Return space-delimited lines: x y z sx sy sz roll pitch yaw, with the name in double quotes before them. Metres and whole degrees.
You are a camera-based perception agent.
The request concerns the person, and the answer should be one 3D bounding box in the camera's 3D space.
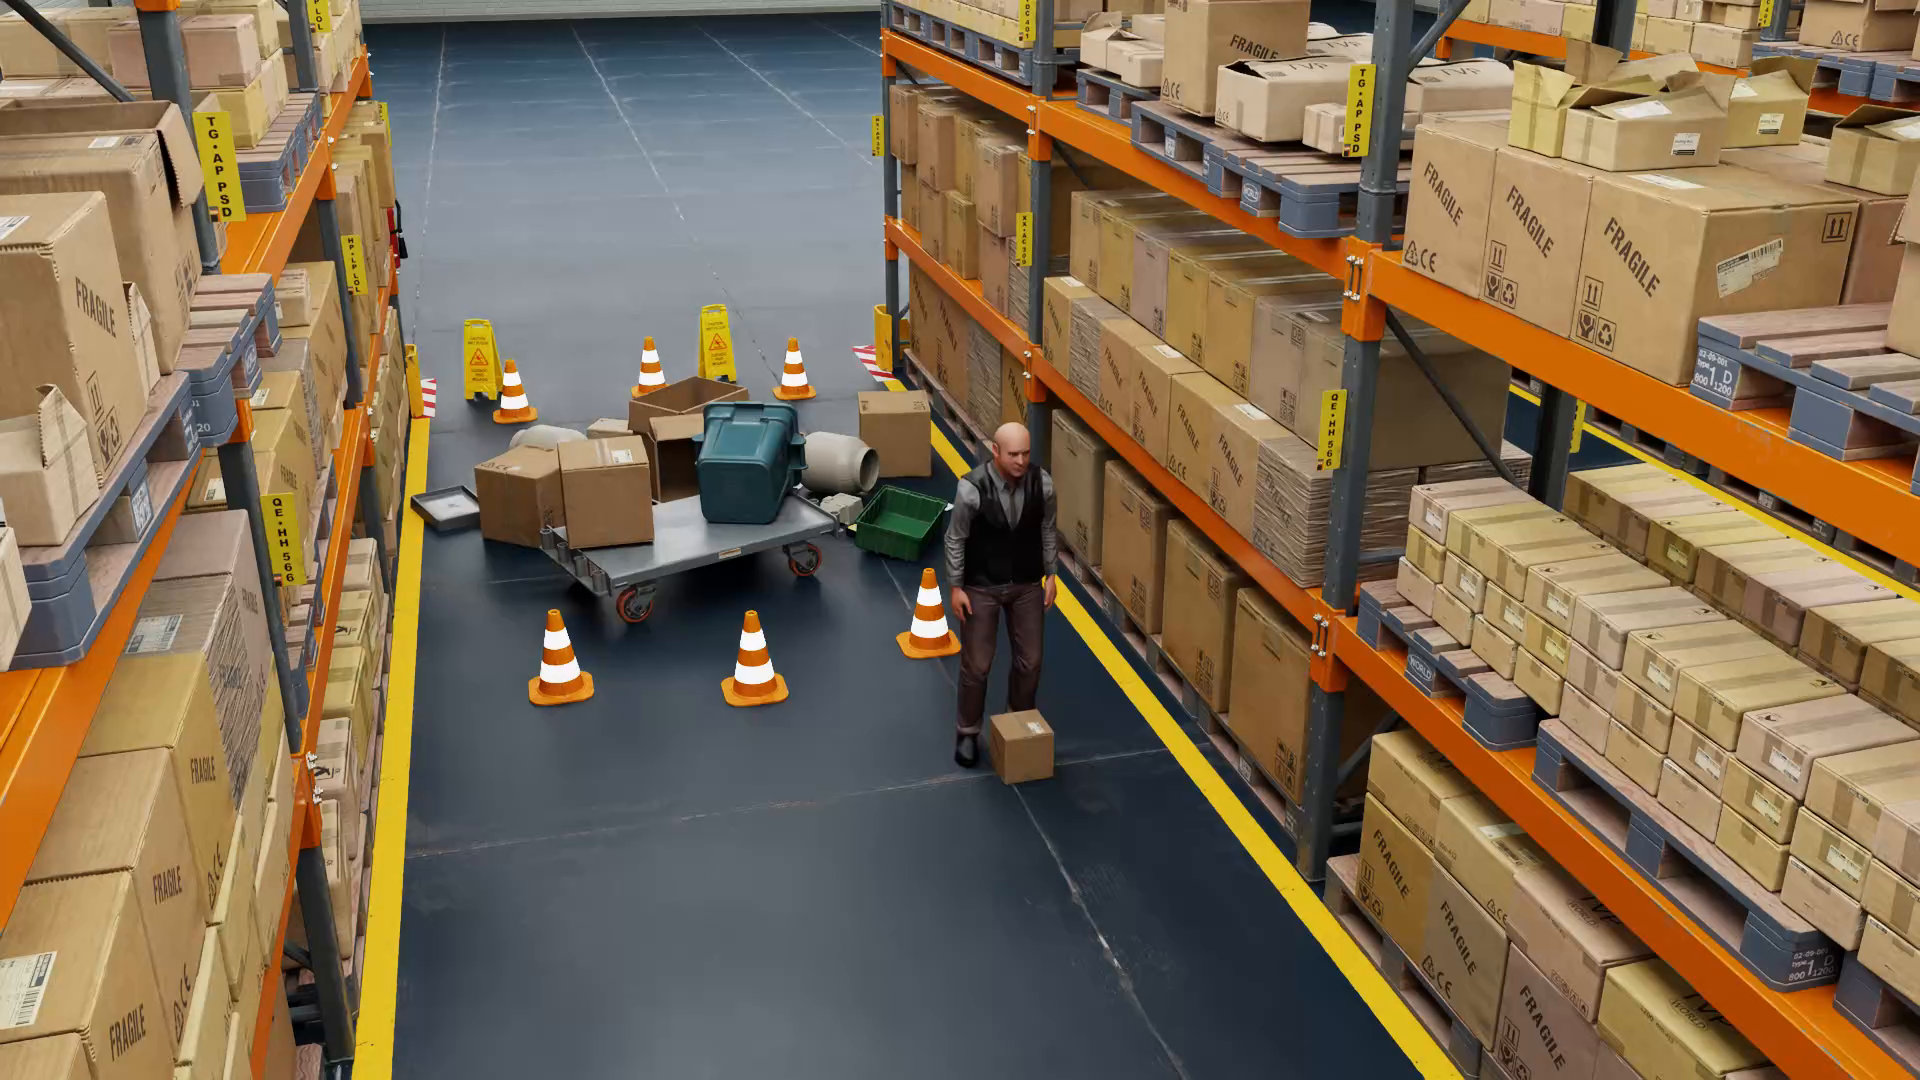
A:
"person" 0.203 0.199 8.080 0.576 1.663 0.410 -7 24 -16
